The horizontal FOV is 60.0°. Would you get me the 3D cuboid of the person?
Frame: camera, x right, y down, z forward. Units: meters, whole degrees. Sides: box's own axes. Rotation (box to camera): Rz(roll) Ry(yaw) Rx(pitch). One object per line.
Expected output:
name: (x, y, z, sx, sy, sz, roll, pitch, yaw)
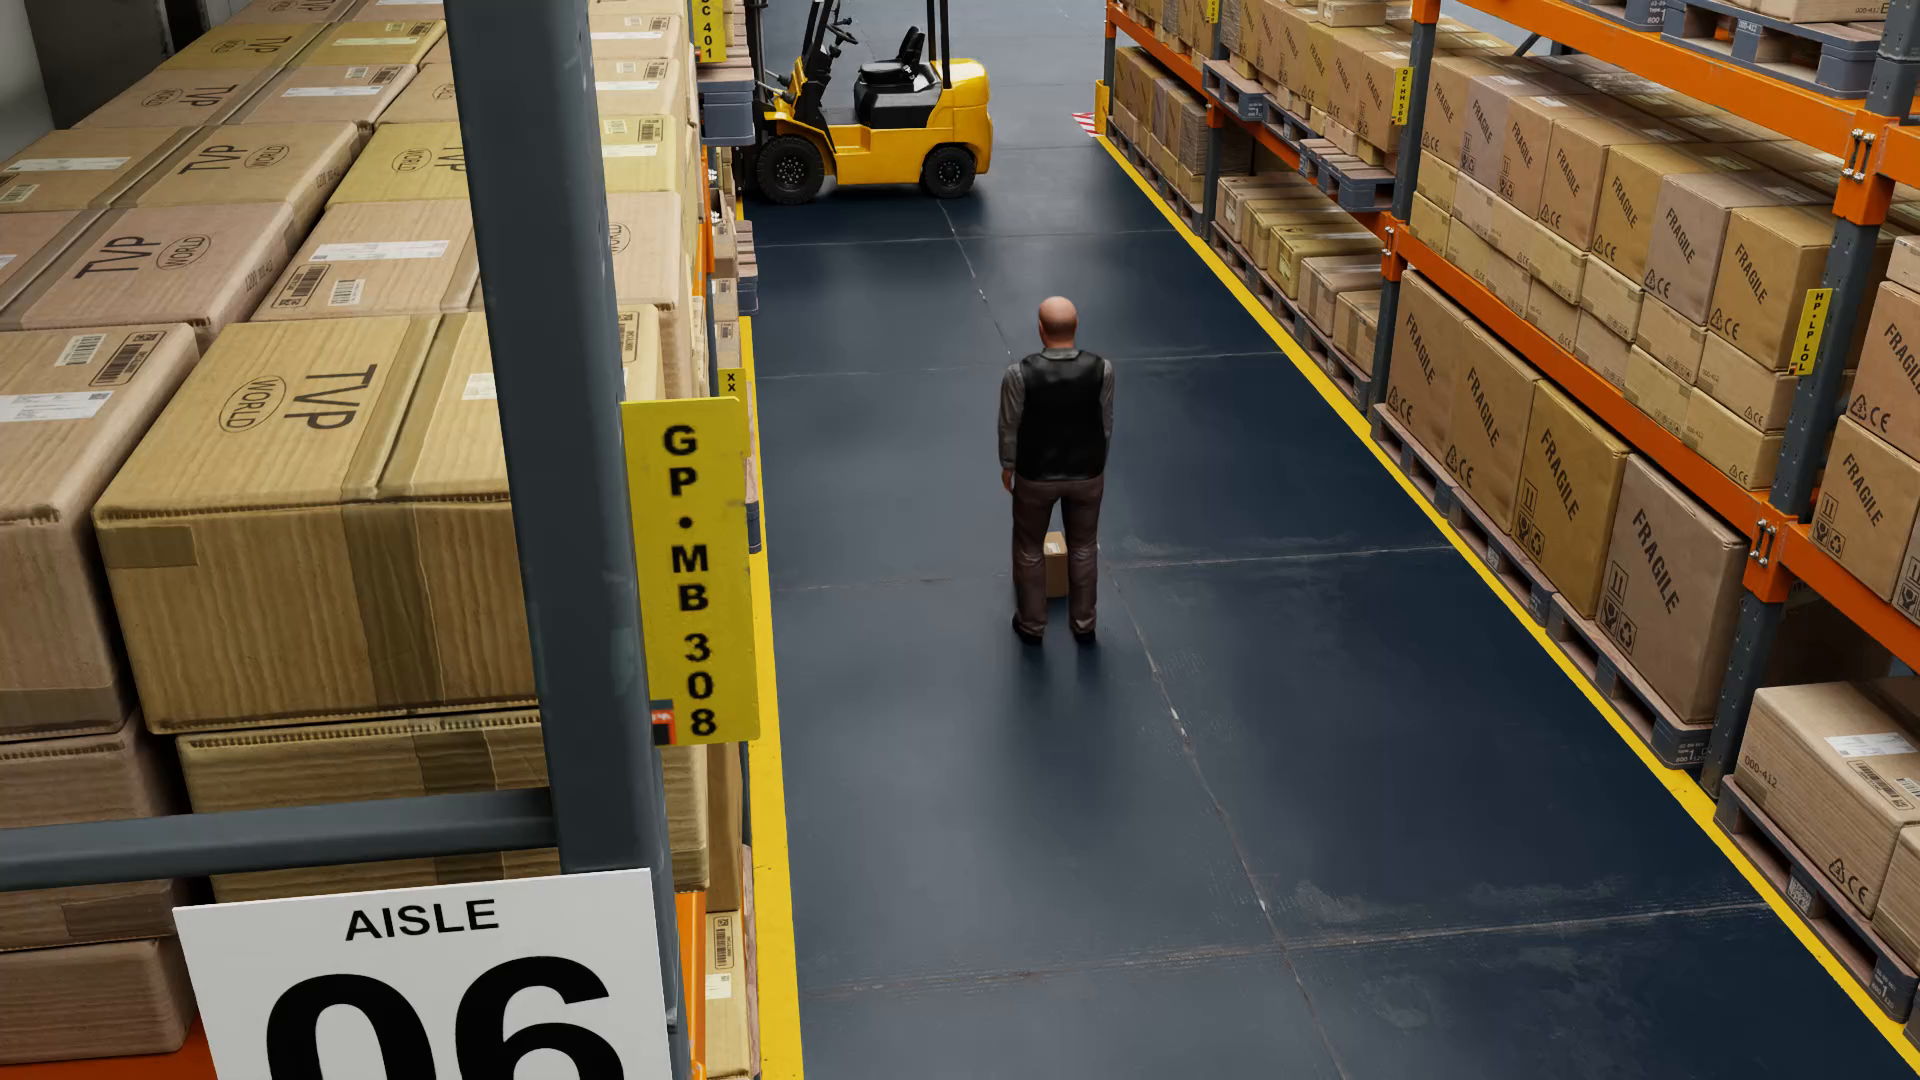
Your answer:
person: (0.437, -0.303, 7.764, 0.536, 1.713, 0.356, -3, 27, -6)
